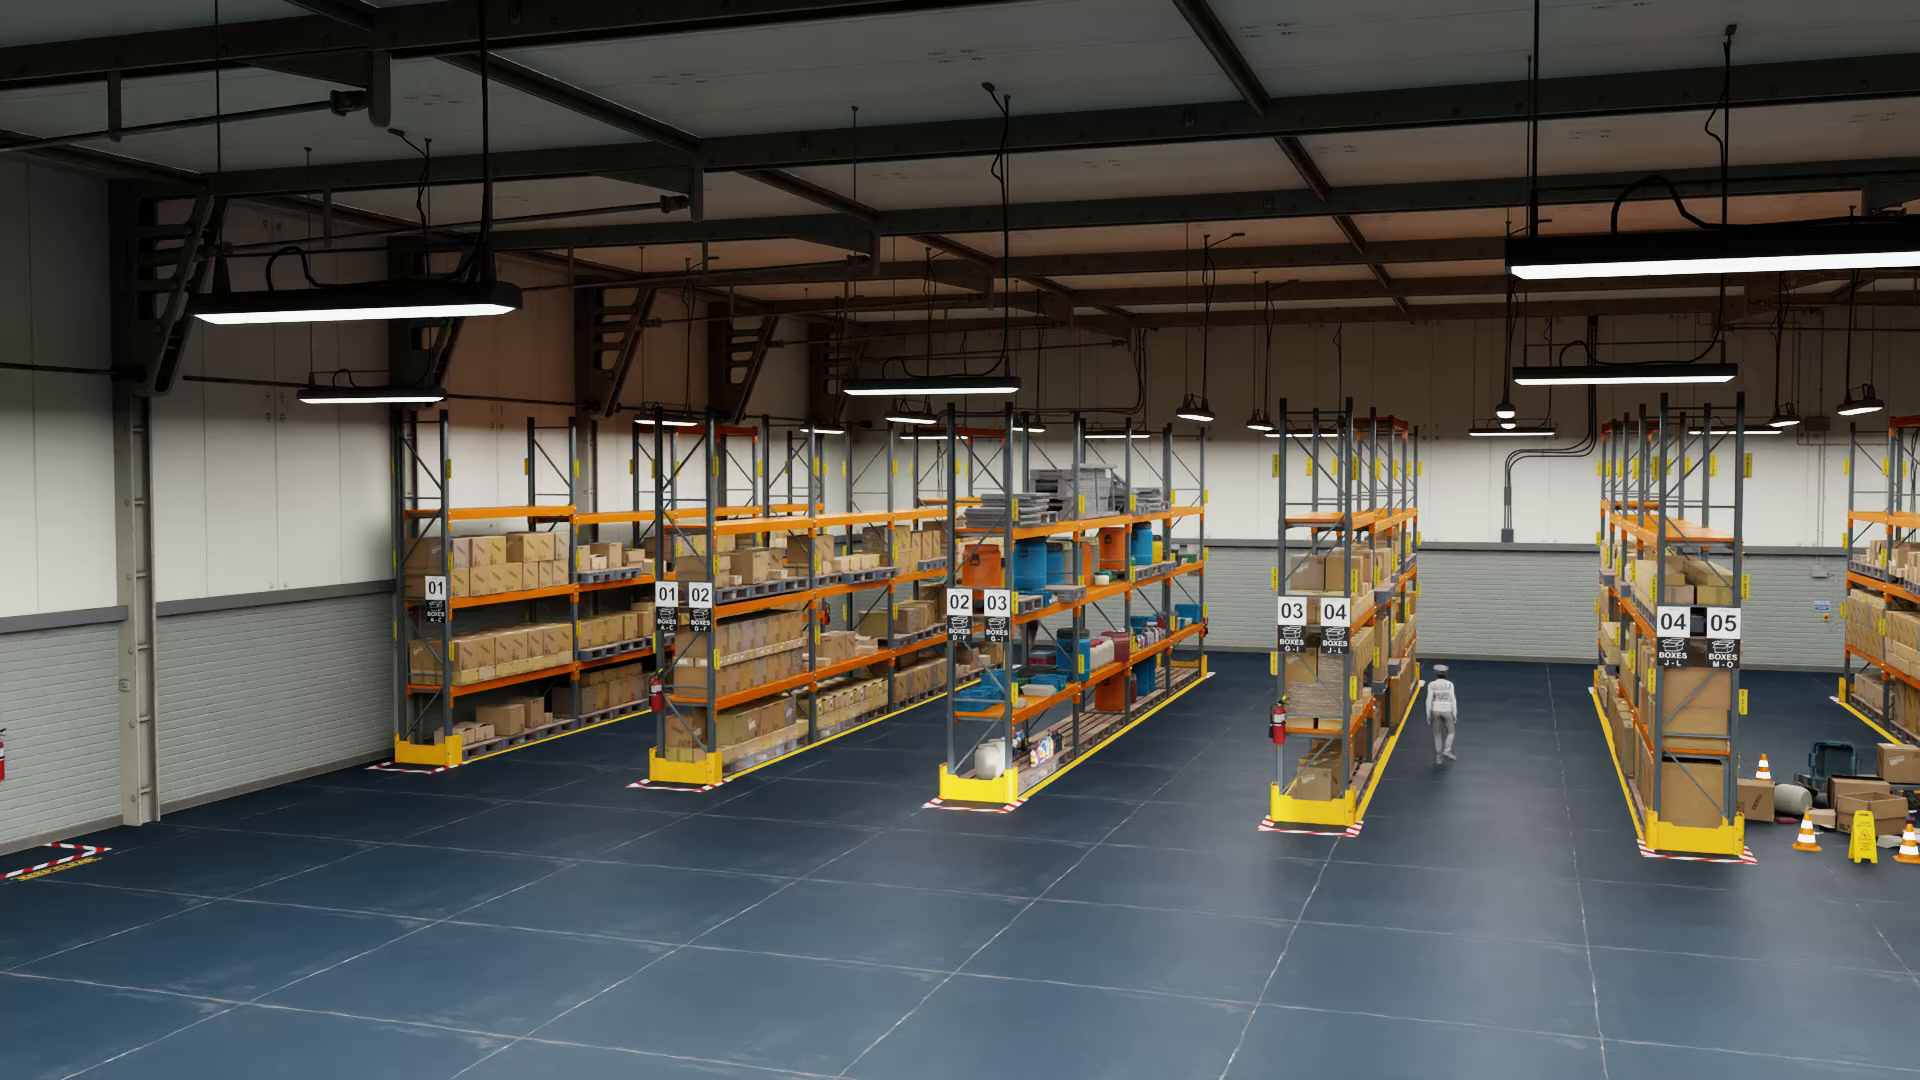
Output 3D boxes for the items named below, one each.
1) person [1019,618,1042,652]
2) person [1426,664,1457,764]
[{"bbox_3d":[1.827,2.314,42.765,0.539,1.653,1.103,-1,3,-24],"label":"person"},{"bbox_3d":[8.154,2.959,28.162,0.521,1.676,0.462,1,3,22],"label":"person"}]
